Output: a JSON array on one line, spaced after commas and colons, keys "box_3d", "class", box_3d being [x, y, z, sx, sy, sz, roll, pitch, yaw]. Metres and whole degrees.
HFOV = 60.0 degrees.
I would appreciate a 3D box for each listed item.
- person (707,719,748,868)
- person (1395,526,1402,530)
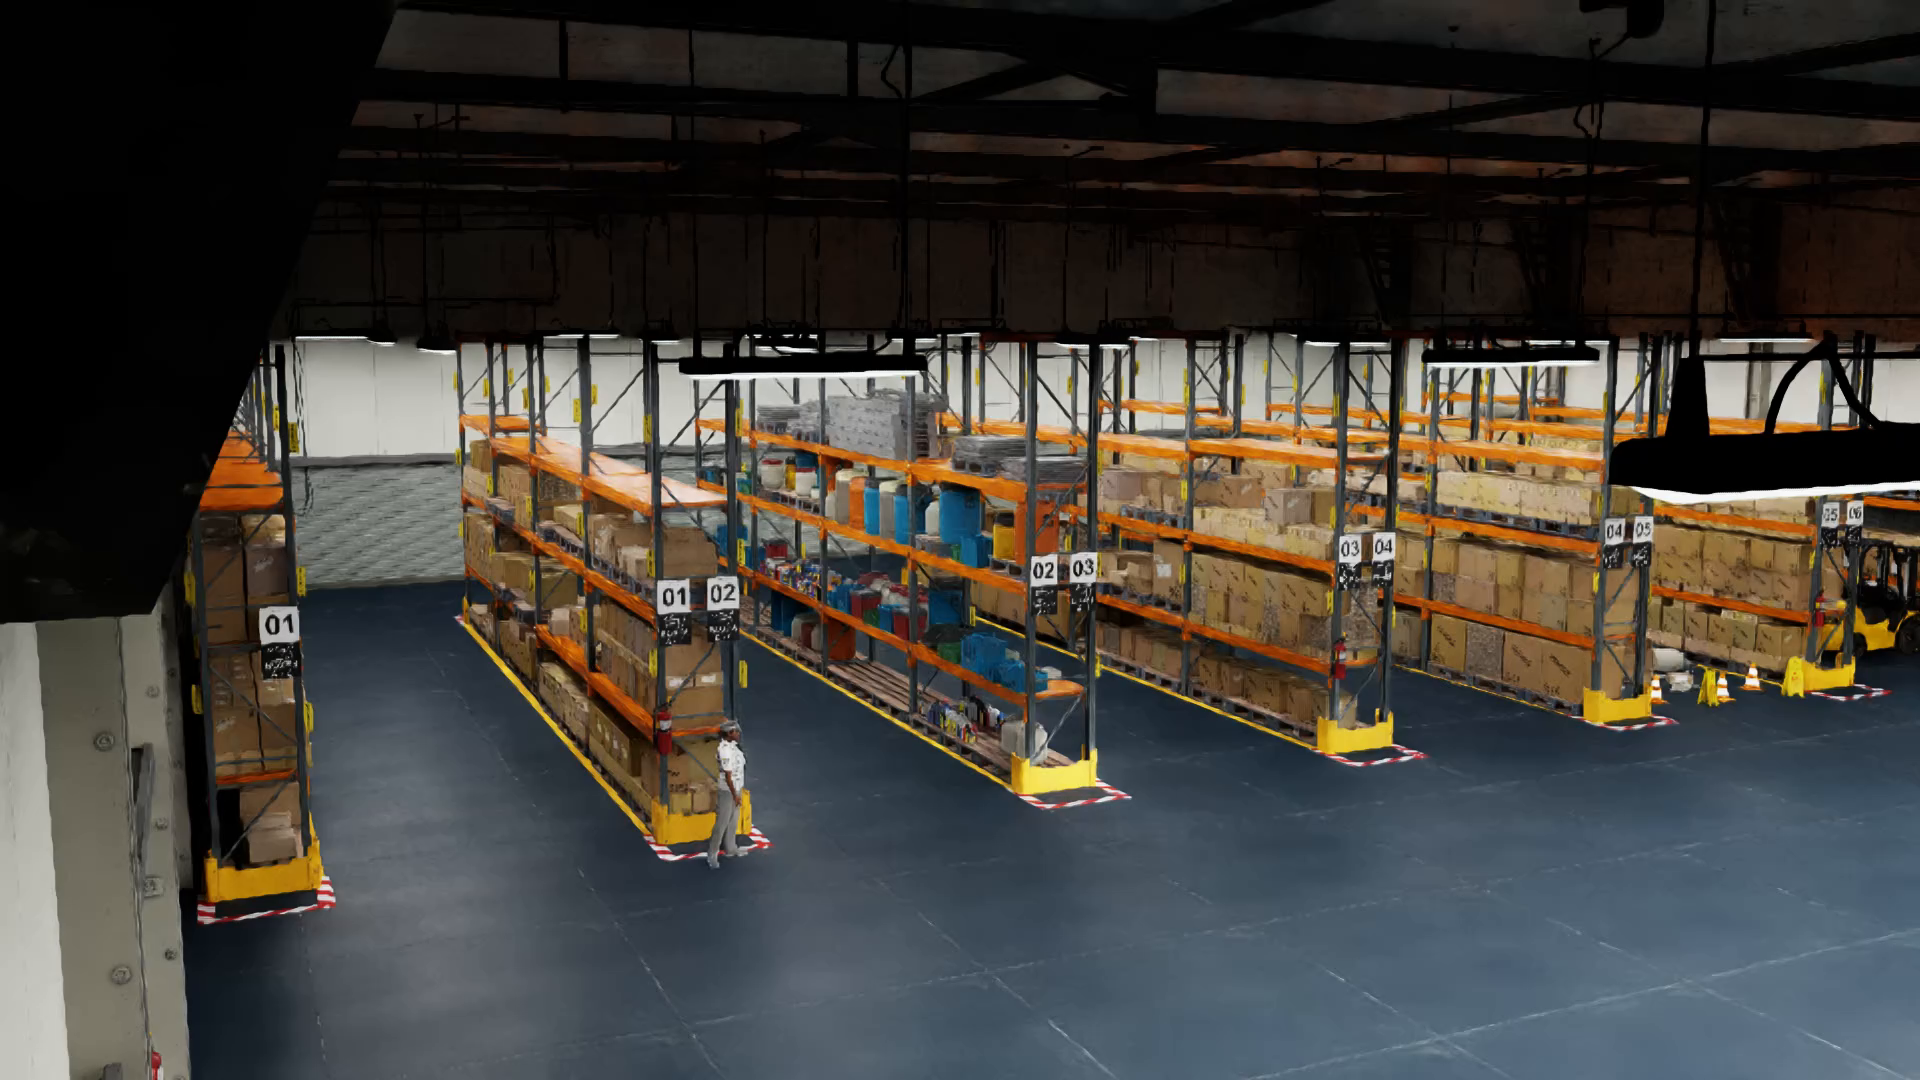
[{"box_3d": [-2.712, 2.915, 19.290, 0.431, 1.675, 0.645, 0, 8, 3], "class": "person"}, {"box_3d": [9.549, 0.555, 36.471, 0.592, 1.712, 0.668, 0, 8, -4], "class": "person"}]
